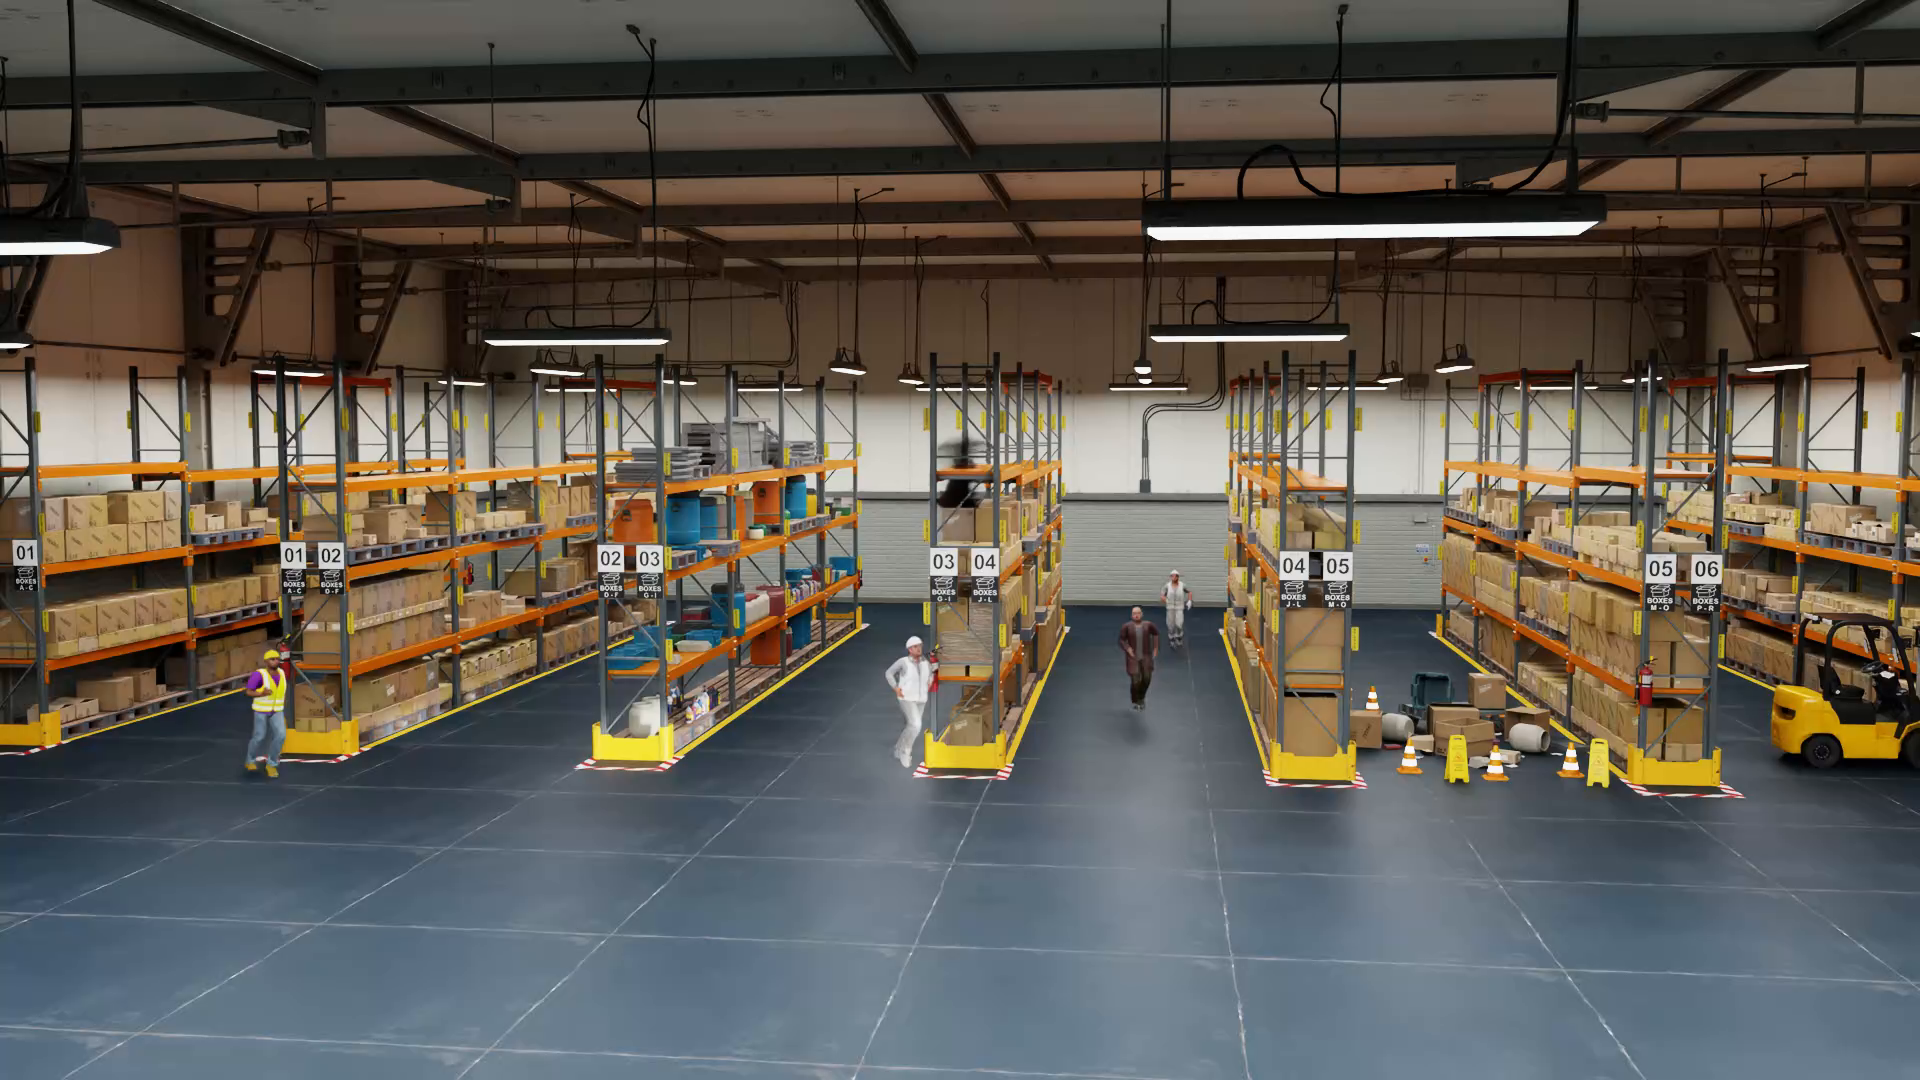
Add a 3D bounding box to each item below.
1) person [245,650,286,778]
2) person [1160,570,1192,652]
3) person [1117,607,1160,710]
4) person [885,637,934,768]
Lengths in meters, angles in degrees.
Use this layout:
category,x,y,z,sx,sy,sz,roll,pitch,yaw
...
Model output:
category,x,y,z,sx,sy,sz,roll,pitch,yaw
person,-9.805,2.467,23.614,0.737,1.825,0.695,4,5,42
person,4.710,1.561,36.289,0.683,1.822,0.717,1,4,11
person,3.005,1.992,27.908,0.722,1.737,0.664,0,4,1
person,-0.646,2.224,22.967,0.677,1.791,0.652,-3,5,-37
